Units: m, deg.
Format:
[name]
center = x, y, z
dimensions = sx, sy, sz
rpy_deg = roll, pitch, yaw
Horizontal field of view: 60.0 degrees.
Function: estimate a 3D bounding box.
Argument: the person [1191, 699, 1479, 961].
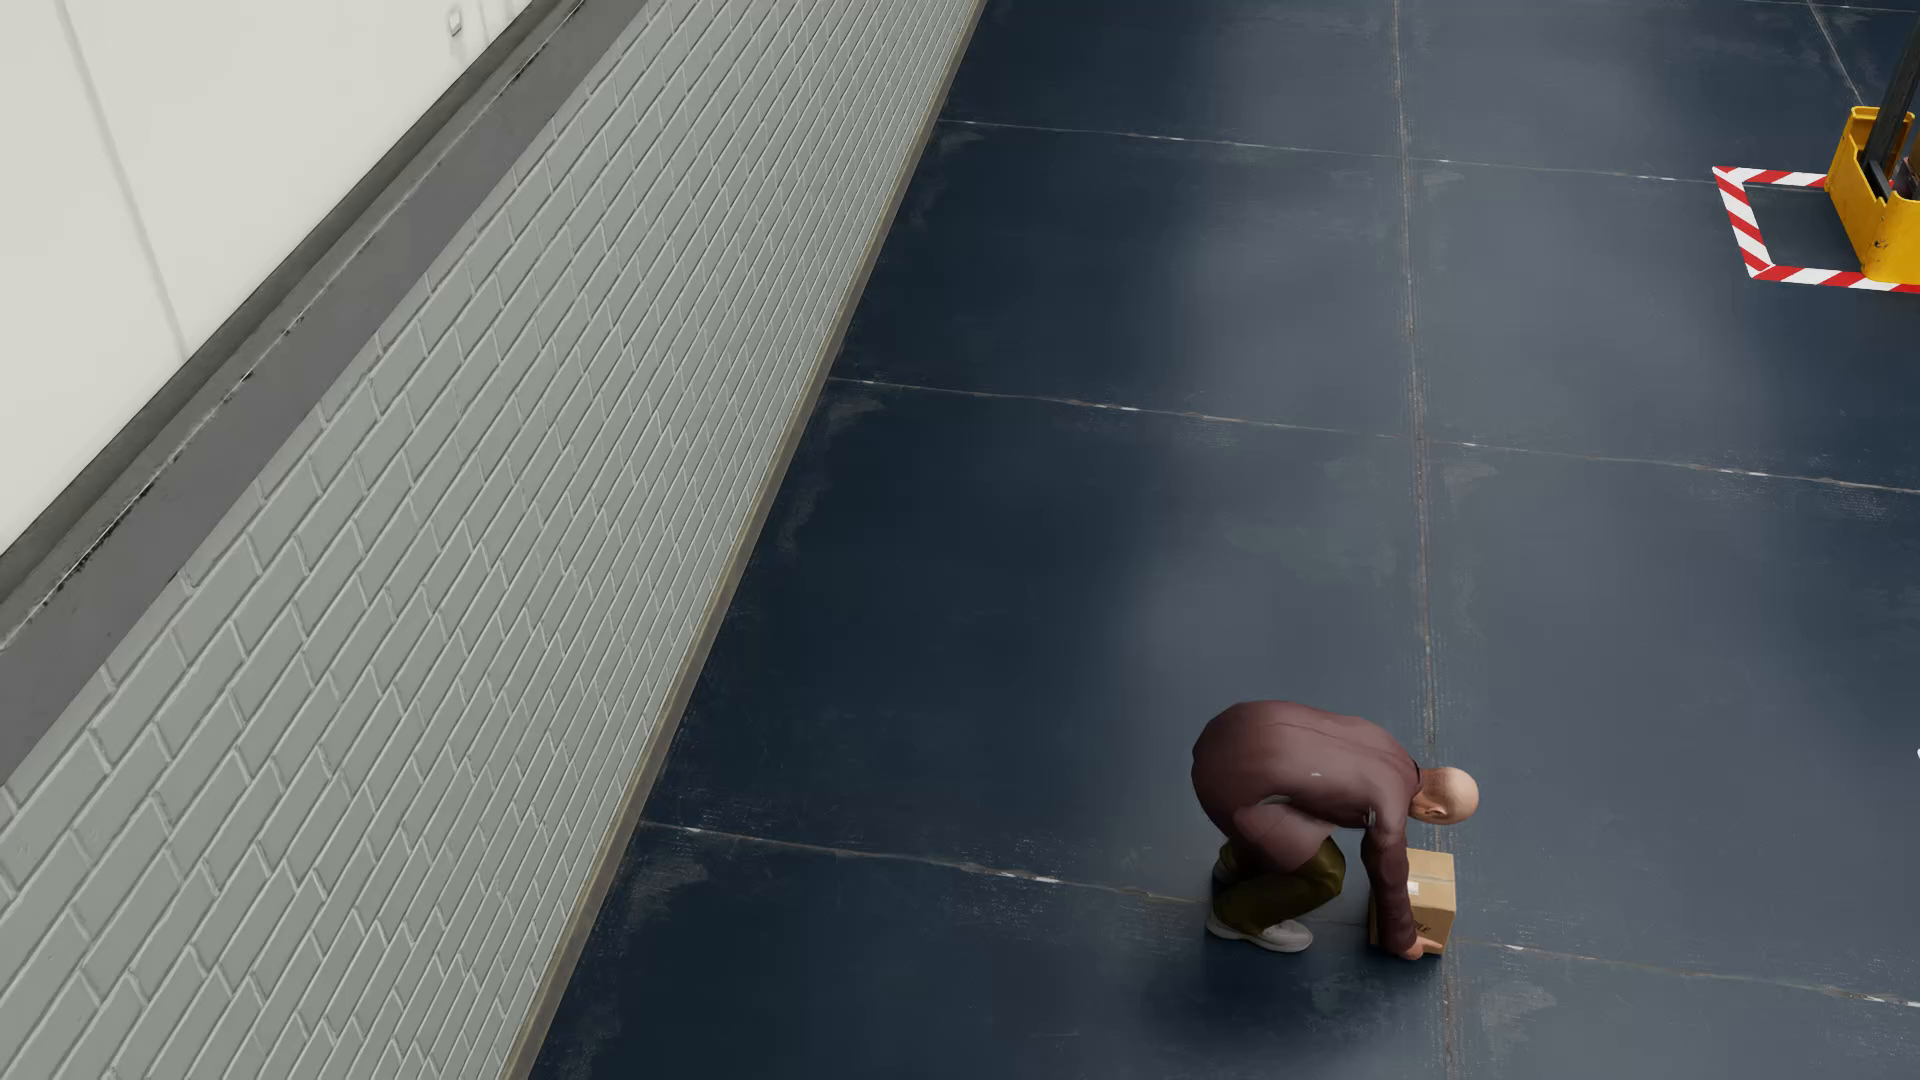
[person]
center = 1.240, 0.966, 5.656
dimensions = 0.945, 0.952, 0.594
rpy_deg = 5, 40, 6
